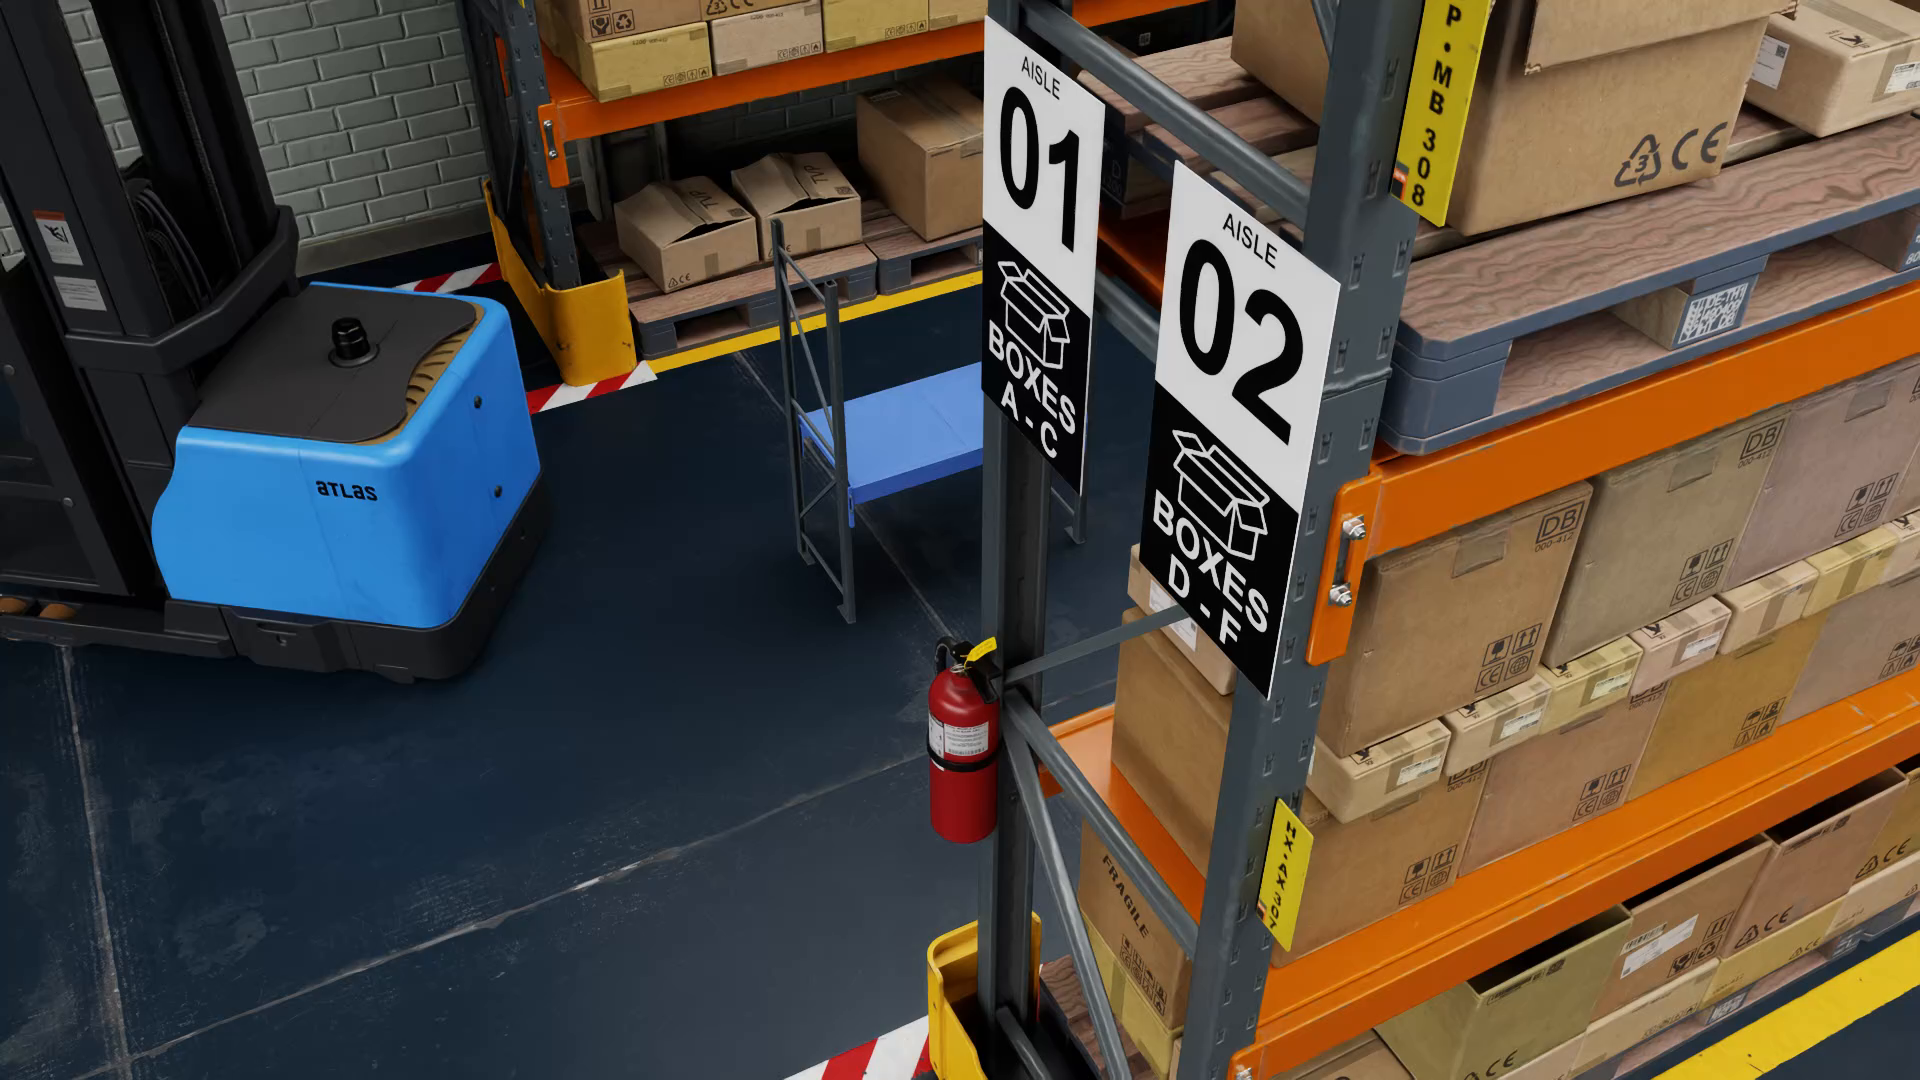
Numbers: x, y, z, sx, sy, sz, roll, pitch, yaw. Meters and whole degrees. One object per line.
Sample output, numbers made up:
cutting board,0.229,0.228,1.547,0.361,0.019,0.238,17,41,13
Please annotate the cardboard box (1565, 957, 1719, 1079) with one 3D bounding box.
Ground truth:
cardboard box,1.793,1.202,4.812,0.500,0.250,0.500,-19,44,-21

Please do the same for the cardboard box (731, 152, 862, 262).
cardboard box,-0.801,-1.659,8.129,0.500,0.311,0.500,-15,43,-17

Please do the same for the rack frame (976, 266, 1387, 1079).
rack frame,0.330,0.645,3.666,0.127,3.000,1.000,-19,44,-21

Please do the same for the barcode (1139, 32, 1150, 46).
barcode,0.996,-2.698,8.962,0.075,0.075,0.001,-19,44,-21

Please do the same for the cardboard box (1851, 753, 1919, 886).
cardboard box,2.676,0.612,4.928,0.500,0.500,0.500,-19,44,-21

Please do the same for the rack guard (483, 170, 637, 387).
rack guard,-1.895,-1.261,7.852,0.348,0.500,1.175,-19,44,-21

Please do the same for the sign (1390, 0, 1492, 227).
sign,0.581,-0.544,2.011,0.005,0.325,0.100,-19,44,-21

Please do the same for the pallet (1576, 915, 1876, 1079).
pallet,2.069,1.096,5.292,1.213,0.211,1.003,-19,44,-21

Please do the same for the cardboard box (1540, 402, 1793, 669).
cardboard box,1.260,-0.196,3.578,0.500,0.500,0.700,-20,44,-22

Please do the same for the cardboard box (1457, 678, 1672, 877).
cardboard box,1.213,0.316,3.978,0.500,0.500,0.700,-17,43,-20

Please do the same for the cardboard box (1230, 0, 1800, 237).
cardboard box,0.841,-0.922,2.682,0.637,0.503,0.797,-16,43,-18

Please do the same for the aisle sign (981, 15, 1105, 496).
aisle sign,0.136,-0.496,3.002,0.004,0.787,0.394,-19,44,-21

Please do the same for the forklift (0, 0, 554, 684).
forklift,-3.215,-1.046,5.717,3.031,2.935,1.130,6,41,7

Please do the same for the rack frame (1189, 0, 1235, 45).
rack frame,1.586,-3.386,8.428,0.127,3.000,1.000,-19,44,-21

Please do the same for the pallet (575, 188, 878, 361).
pallet,-1.158,-1.373,8.208,1.213,0.211,1.003,-19,44,-21

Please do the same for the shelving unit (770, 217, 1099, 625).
shelving unit,-0.076,-0.547,6.235,1.048,1.500,0.538,-19,44,-21

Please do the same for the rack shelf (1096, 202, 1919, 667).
rack shelf,2.103,-0.822,3.634,4.000,0.370,1.077,-19,44,-21

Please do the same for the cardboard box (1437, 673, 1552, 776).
cardboard box,1.010,0.286,3.512,0.250,0.149,0.380,-20,44,-22

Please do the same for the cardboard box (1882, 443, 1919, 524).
cardboard box,2.151,-0.496,3.933,0.500,0.500,0.700,-19,44,-21

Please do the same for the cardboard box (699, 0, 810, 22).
cardboard box,-0.957,-2.541,6.950,0.500,0.500,0.500,-18,44,-21

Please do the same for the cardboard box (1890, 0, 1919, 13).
cardboard box,1.929,-1.090,2.884,0.500,0.500,0.500,-19,44,-21

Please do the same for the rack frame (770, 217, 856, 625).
rack frame,-0.527,-0.395,6.056,0.032,1.500,0.500,-19,44,-21

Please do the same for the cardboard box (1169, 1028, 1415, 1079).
cardboard box,0.908,1.502,4.457,0.500,0.250,0.500,-19,44,-21

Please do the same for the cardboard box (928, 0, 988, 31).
cardboard box,-0.025,-2.568,7.562,0.500,0.250,0.500,-18,44,-20

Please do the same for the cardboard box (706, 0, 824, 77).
cardboard box,-0.929,-2.269,7.210,0.500,0.250,0.500,-20,44,-22

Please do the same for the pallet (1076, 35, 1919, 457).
pallet,0.969,-0.662,2.957,1.213,0.211,1.003,-19,44,-21

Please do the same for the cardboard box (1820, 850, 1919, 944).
cardboard box,2.682,0.906,5.162,0.500,0.250,0.500,-19,44,-21

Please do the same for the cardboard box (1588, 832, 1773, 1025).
cardboard box,1.788,0.909,4.577,0.500,0.500,0.500,-19,44,-21

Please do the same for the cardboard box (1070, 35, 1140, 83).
cardboard box,0.684,-2.267,8.701,0.500,0.500,0.500,-22,45,-24

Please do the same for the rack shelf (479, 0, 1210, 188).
rack shelf,-0.188,-2.514,7.956,4.000,0.370,1.077,-19,44,-21

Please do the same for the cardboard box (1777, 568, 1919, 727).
cardboard box,2.121,0.012,4.337,0.500,0.500,0.700,-17,43,-19

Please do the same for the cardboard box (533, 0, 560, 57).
cardboard box,-1.637,-2.393,7.356,0.500,0.250,0.500,-18,43,-20

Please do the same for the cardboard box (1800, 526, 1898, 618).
cardboard box,1.918,-0.020,3.872,0.250,0.149,0.380,-19,44,-21

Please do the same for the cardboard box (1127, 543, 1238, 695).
cardboard box,0.580,0.136,3.688,0.250,0.149,0.380,-19,44,-21

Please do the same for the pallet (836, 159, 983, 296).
pallet,-0.077,-1.734,8.635,1.213,0.211,1.003,-19,44,-21

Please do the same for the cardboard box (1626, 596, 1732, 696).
cardboard box,1.457,0.138,3.686,0.250,0.149,0.380,-19,44,-21
